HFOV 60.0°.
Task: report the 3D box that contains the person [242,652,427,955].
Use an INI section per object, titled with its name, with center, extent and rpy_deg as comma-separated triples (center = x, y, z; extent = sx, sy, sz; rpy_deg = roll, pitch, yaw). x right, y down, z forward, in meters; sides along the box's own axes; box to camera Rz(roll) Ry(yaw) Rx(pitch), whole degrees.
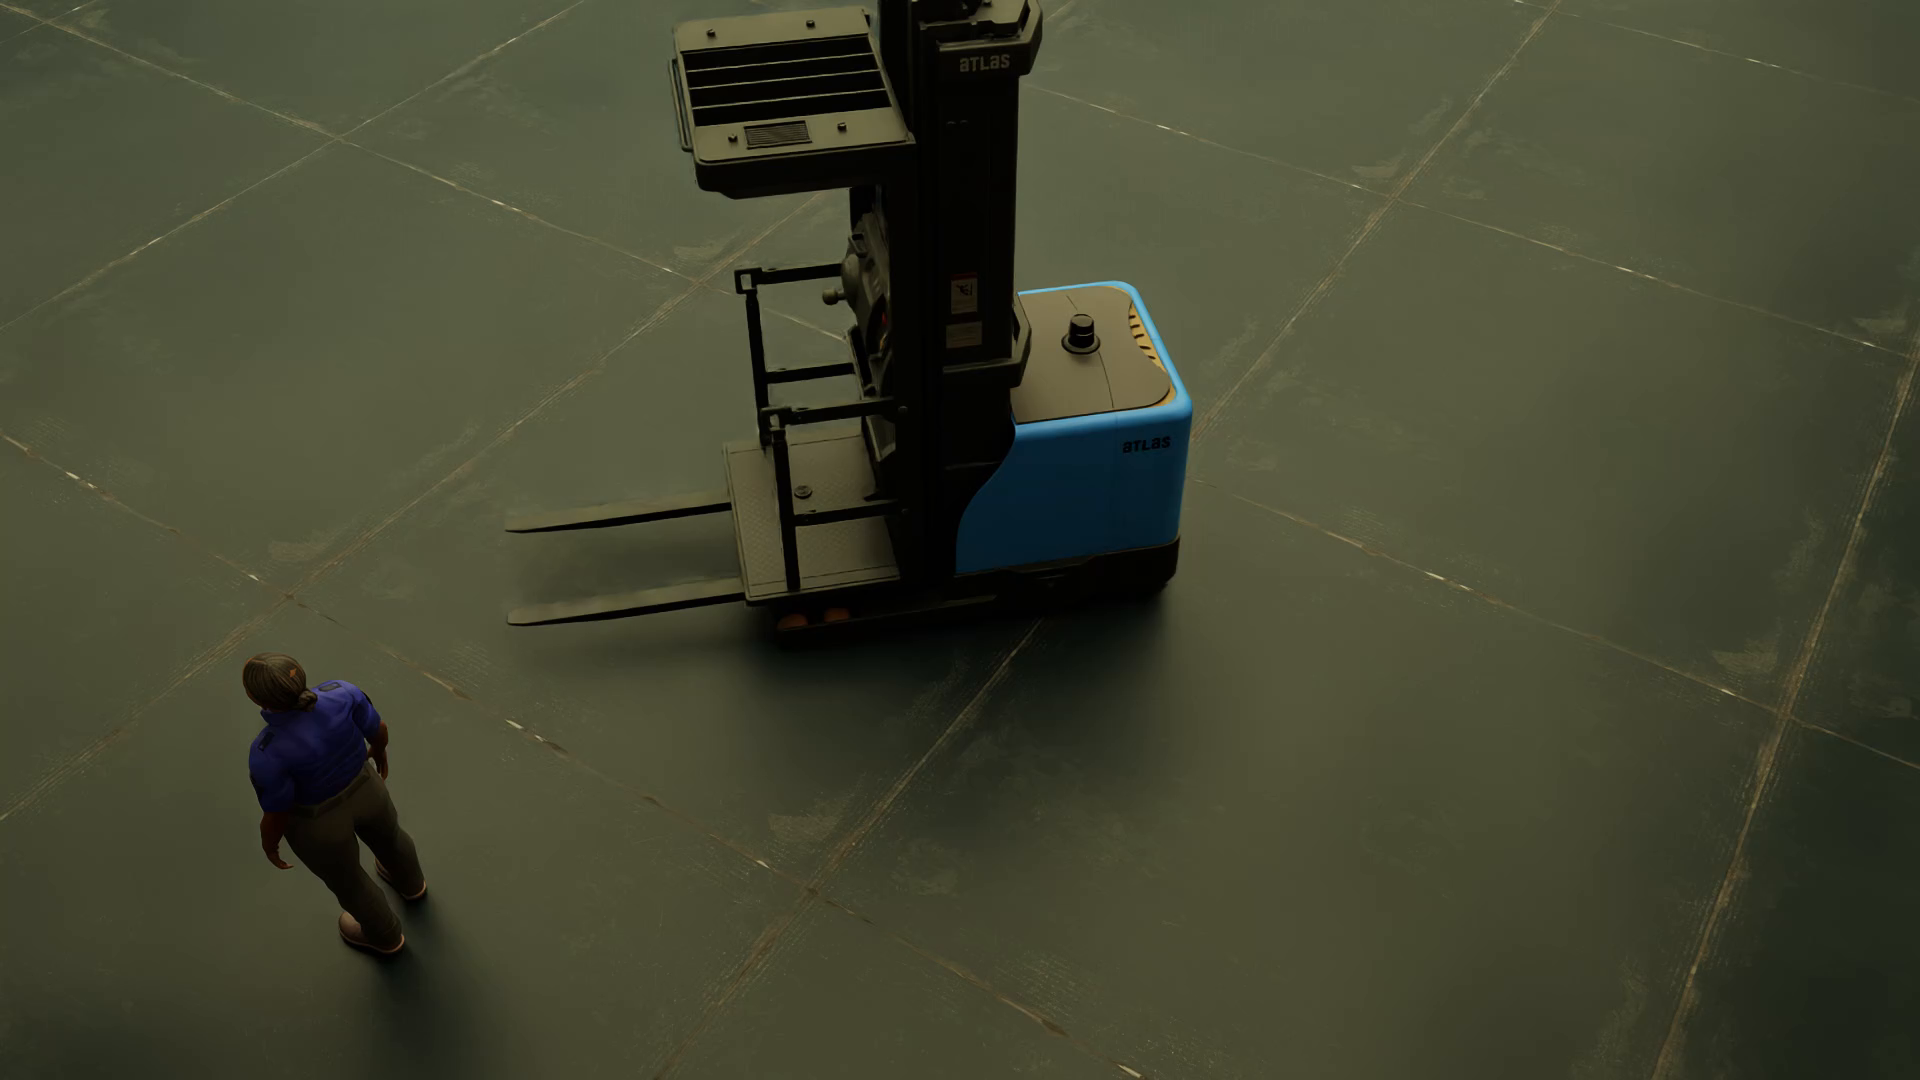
[person]
center = -2.234, 0.892, 5.826
extent = 0.505, 1.654, 0.568
rpy_deg = 25, 49, 24

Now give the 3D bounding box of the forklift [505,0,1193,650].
[forklift]
center = -0.565, -0.970, 6.871
extent = 3.031, 2.935, 1.130
rpy_deg = -8, 44, -8
